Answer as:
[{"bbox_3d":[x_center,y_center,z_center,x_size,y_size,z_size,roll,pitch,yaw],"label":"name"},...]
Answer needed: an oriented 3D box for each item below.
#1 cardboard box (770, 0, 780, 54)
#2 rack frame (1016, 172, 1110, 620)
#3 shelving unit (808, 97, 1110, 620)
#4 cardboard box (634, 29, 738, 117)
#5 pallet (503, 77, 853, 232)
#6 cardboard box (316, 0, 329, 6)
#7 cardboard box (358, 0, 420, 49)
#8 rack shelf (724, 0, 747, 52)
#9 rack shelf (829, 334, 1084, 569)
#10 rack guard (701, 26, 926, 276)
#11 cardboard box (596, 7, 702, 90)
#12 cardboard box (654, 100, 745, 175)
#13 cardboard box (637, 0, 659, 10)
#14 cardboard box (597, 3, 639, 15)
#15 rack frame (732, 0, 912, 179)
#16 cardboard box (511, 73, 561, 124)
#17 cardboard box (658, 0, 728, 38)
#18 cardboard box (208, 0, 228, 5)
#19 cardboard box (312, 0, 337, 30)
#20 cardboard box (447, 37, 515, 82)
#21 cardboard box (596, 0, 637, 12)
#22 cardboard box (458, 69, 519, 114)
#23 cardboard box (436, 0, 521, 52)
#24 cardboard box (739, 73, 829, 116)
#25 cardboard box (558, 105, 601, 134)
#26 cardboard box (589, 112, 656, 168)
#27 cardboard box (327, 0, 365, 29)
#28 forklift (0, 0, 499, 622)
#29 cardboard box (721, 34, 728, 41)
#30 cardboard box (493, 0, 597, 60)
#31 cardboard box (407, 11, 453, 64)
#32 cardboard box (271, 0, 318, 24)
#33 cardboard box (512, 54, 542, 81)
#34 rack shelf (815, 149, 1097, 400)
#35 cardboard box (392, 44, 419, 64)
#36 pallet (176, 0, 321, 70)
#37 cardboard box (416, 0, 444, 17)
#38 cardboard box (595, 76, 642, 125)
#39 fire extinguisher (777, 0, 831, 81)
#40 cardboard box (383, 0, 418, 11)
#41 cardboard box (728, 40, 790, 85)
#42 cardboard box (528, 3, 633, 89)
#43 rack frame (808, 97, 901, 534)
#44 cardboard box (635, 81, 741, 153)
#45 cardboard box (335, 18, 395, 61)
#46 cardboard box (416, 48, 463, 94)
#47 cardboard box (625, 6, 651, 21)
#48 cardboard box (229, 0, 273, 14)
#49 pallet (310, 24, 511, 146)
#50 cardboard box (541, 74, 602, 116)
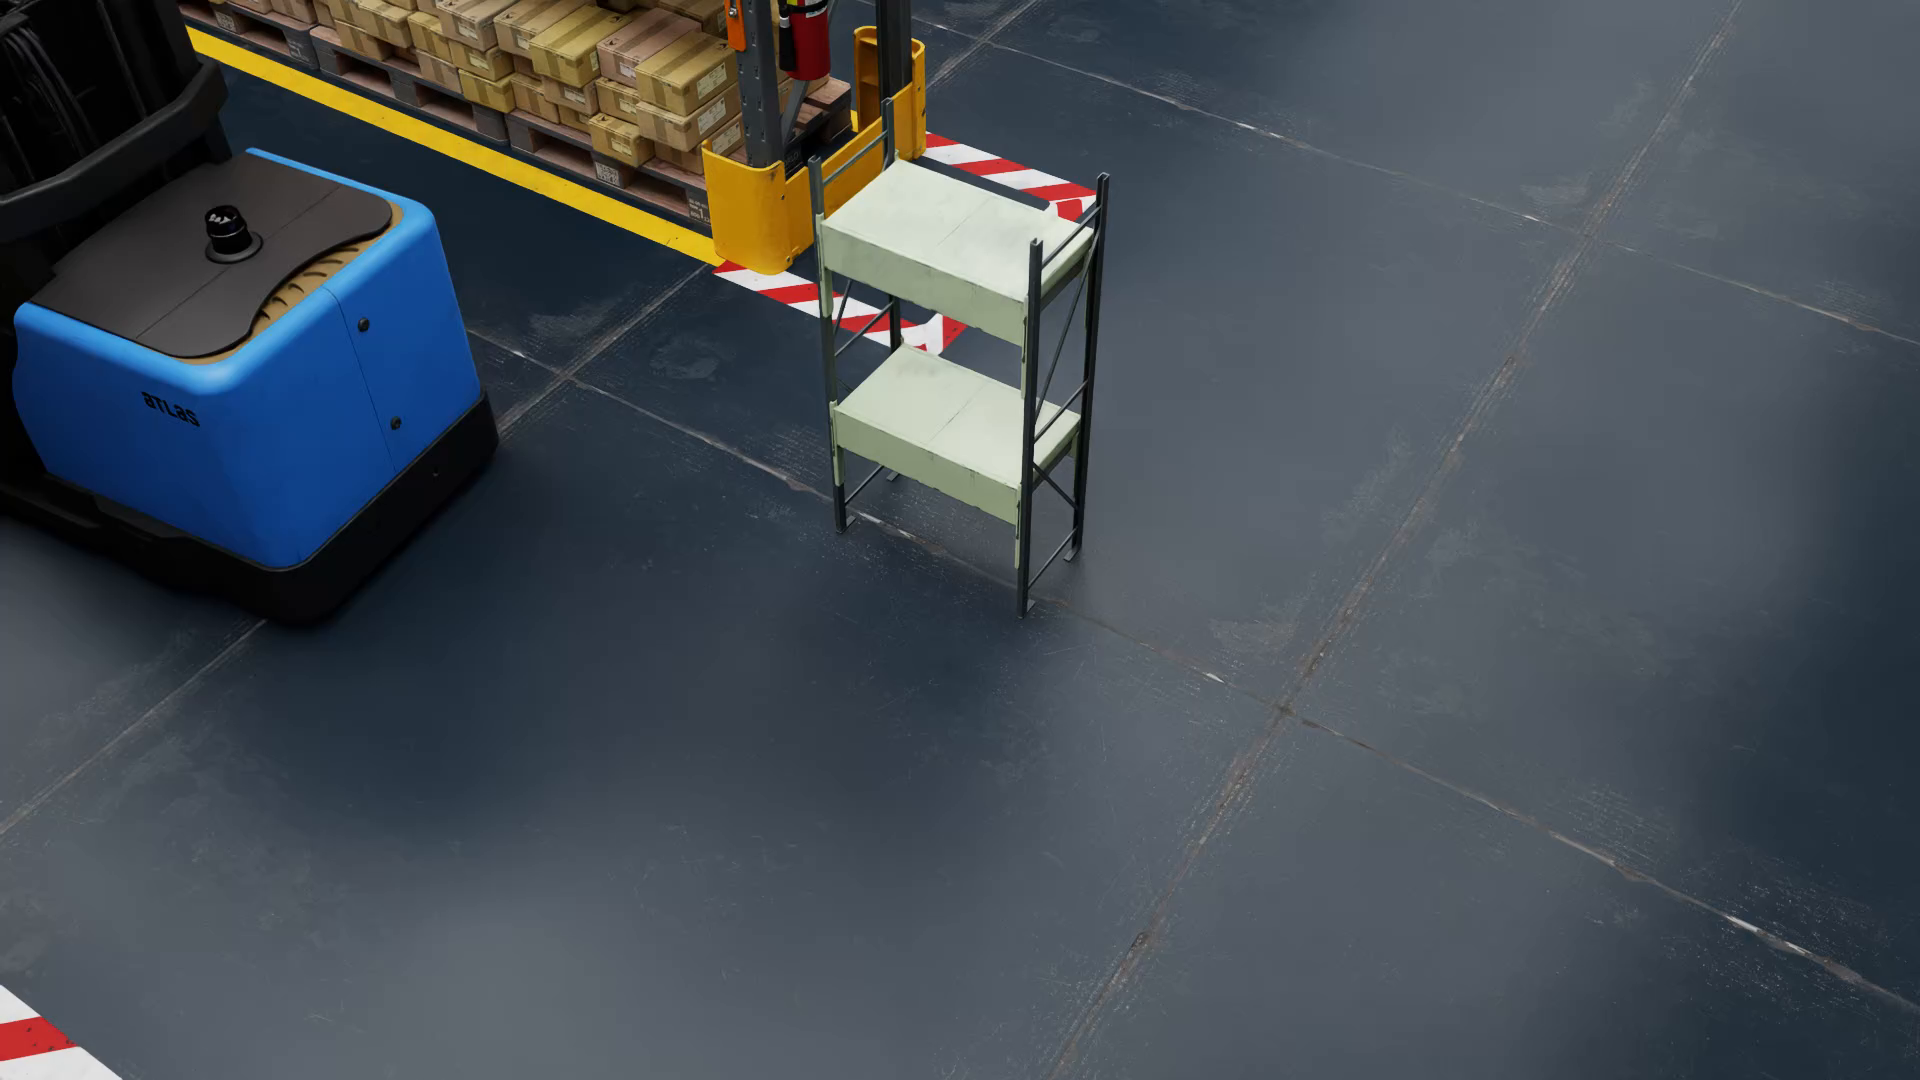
[{"bbox_3d":[-0.780,-2.267,7.142,0.250,0.149,0.380,23,50,20],"label":"cardboard box"},{"bbox_3d":[0.302,-0.384,5.077,0.023,1.500,0.400,25,51,22],"label":"rack frame"},{"bbox_3d":[-0.006,-0.525,5.215,0.755,1.500,0.431,25,51,22],"label":"shelving unit"},{"bbox_3d":[-1.105,-1.911,6.796,0.250,0.149,0.380,25,51,23],"label":"cardboard box"},{"bbox_3d":[-1.251,-1.893,7.442,1.213,0.211,1.003,25,51,22],"label":"pallet"},{"bbox_3d":[-2.827,-2.627,7.699,0.250,0.149,0.380,27,52,24],"label":"cardboard box"},{"bbox_3d":[-2.455,-2.381,7.460,0.250,0.149,0.380,25,51,22],"label":"cardboard box"},{"bbox_3d":[-2.206,-3.023,7.097,4.000,0.370,1.077,25,51,22],"label":"rack shelf"},{"bbox_3d":[-0.006,-0.298,5.448,0.720,0.370,0.431,25,51,22],"label":"rack shelf"},{"bbox_3d":[-0.587,-1.657,7.012,0.348,0.500,1.175,25,51,22],"label":"rack guard"},{"bbox_3d":[-1.286,-2.043,6.924,0.250,0.149,0.380,26,51,23],"label":"cardboard box"},{"bbox_3d":[-1.078,-1.730,7.034,0.250,0.149,0.380,26,51,23],"label":"cardboard box"},{"bbox_3d":[-1.220,-2.476,7.345,0.250,0.149,0.380,25,51,22],"label":"cardboard box"},{"bbox_3d":[-1.436,-2.460,7.536,0.250,0.149,0.380,26,51,23],"label":"cardboard box"},{"bbox_3d":[-0.523,-2.499,6.087,0.127,3.000,1.000,25,51,22],"label":"rack frame"},{"bbox_3d":[-1.740,-2.010,7.307,0.250,0.149,0.380,25,51,22],"label":"cardboard box"},{"bbox_3d":[-1.077,-2.301,7.175,0.250,0.149,0.380,26,51,23],"label":"cardboard box"},{"bbox_3d":[-3.533,-2.763,8.038,0.250,0.149,0.380,26,51,23],"label":"cardboard box"},{"bbox_3d":[-2.809,-2.547,7.828,0.250,0.149,0.380,23,50,21],"label":"cardboard box"},{"bbox_3d":[-2.002,-2.180,7.265,0.250,0.149,0.380,25,51,23],"label":"cardboard box"},{"bbox_3d":[-1.474,-2.522,7.390,0.250,0.149,0.380,22,50,20],"label":"cardboard box"},{"bbox_3d":[-1.989,-2.071,7.366,0.250,0.149,0.380,23,50,20],"label":"cardboard box"},{"bbox_3d":[-2.012,-2.276,7.150,0.250,0.149,0.380,27,51,23],"label":"cardboard box"},{"bbox_3d":[-0.791,-2.048,7.344,0.250,0.149,0.380,26,51,23],"label":"cardboard box"},{"bbox_3d":[-1.525,-1.923,7.222,0.250,0.149,0.380,24,51,22],"label":"cardboard box"},{"bbox_3d":[-1.349,-1.768,7.072,0.250,0.149,0.380,26,51,23],"label":"cardboard box"},{"bbox_3d":[-2.649,-2.491,7.567,0.250,0.149,0.380,24,51,22],"label":"cardboard box"},{"bbox_3d":[-3.212,-1.505,5.169,3.031,2.935,1.130,20,49,18],"label":"forklift"},{"bbox_3d":[-1.025,-2.253,7.336,0.250,0.149,0.380,24,51,22],"label":"cardboard box"},{"bbox_3d":[-1.756,-2.205,7.082,0.250,0.149,0.380,23,50,21],"label":"cardboard box"},{"bbox_3d":[-2.208,-2.291,7.372,0.250,0.149,0.380,27,52,24],"label":"cardboard box"},{"bbox_3d":[-3.055,-2.630,7.909,0.250,0.149,0.380,24,50,21],"label":"cardboard box"},{"bbox_3d":[-1.730,-2.154,7.239,0.250,0.149,0.380,24,51,22],"label":"cardboard box"},{"bbox_3d":[-0.006,-0.797,4.935,0.720,0.370,0.431,25,51,22],"label":"rack shelf"},{"bbox_3d":[-2.380,-2.332,7.620,0.250,0.149,0.380,26,51,23],"label":"cardboard box"},{"bbox_3d":[-3.305,-2.837,8.360,1.213,0.211,1.003,25,51,22],"label":"pallet"},{"bbox_3d":[-2.174,-2.445,7.314,0.250,0.149,0.380,23,50,21],"label":"cardboard box"},{"bbox_3d":[-1.312,-1.921,7.013,0.250,0.149,0.380,24,50,21],"label":"cardboard box"},{"bbox_3d":[-0.560,-1.966,5.883,0.183,0.674,0.296,25,51,22],"label":"fire extinguisher"},{"bbox_3d":[-2.410,-2.529,7.396,0.250,0.149,0.380,25,51,22],"label":"cardboard box"},{"bbox_3d":[-0.825,-2.113,7.200,0.250,0.149,0.380,27,52,24],"label":"cardboard box"},{"bbox_3d":[-1.572,-2.067,6.947,0.250,0.149,0.380,24,50,21],"label":"cardboard box"},{"bbox_3d":[-0.314,-0.667,5.352,0.023,1.500,0.400,25,51,22],"label":"rack frame"},{"bbox_3d":[-1.121,-1.788,6.883,0.250,0.149,0.380,23,50,21],"label":"cardboard box"},{"bbox_3d":[-2.642,-2.388,7.674,0.250,0.149,0.380,23,50,21],"label":"cardboard box"},{"bbox_3d":[-2.208,-2.189,7.481,0.250,0.149,0.380,26,51,23],"label":"cardboard box"},{"bbox_3d":[-1.279,-2.295,7.376,0.250,0.149,0.380,25,51,23],"label":"cardboard box"},{"bbox_3d":[-3.295,-2.698,7.975,0.250,0.149,0.380,24,51,22],"label":"cardboard box"},{"bbox_3d":[-2.274,-2.365,7.901,1.213,0.211,1.003,25,51,22],"label":"pallet"},{"bbox_3d":[-1.559,-1.988,7.078,0.250,0.149,0.380,23,50,21],"label":"cardboard box"}]
